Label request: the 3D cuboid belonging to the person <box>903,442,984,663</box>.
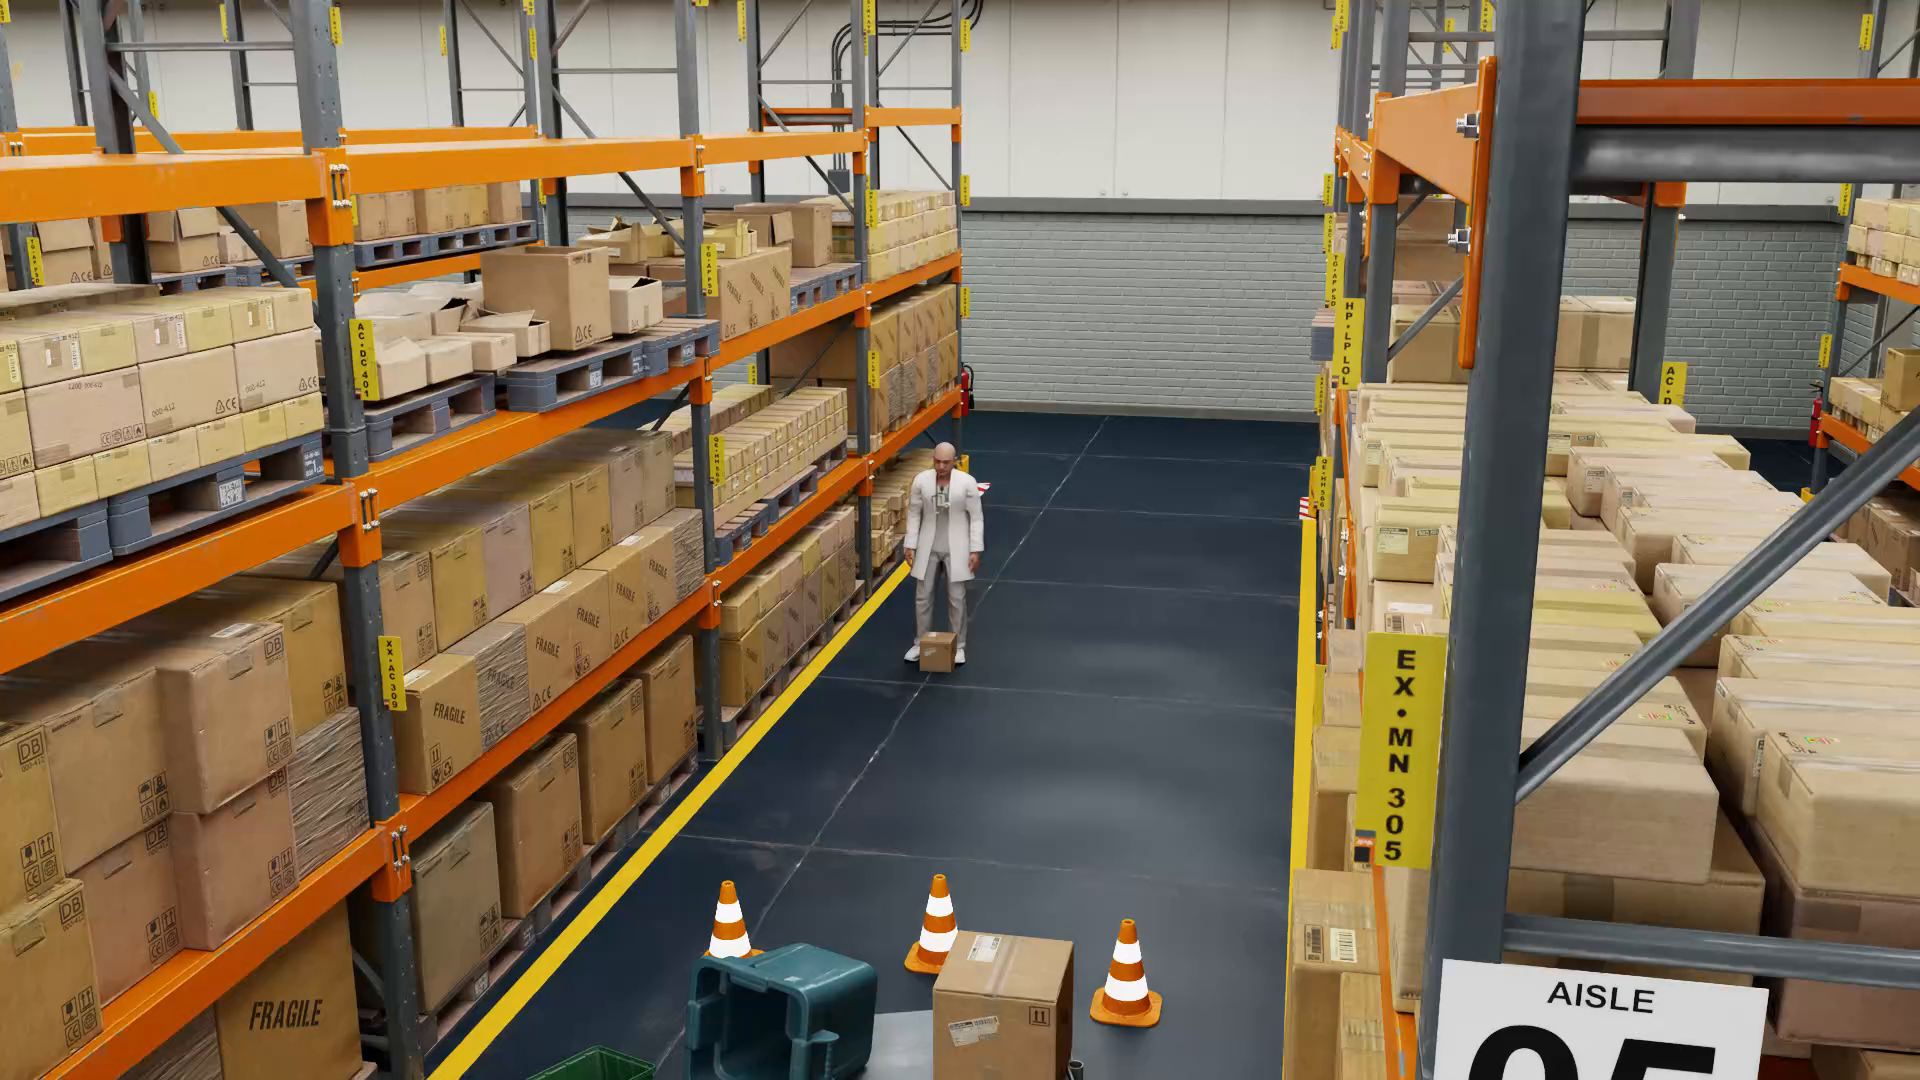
[{"bbox_3d":[-0.130,0.088,13.197,0.651,1.774,0.416,3,15,11],"label":"person"}]
